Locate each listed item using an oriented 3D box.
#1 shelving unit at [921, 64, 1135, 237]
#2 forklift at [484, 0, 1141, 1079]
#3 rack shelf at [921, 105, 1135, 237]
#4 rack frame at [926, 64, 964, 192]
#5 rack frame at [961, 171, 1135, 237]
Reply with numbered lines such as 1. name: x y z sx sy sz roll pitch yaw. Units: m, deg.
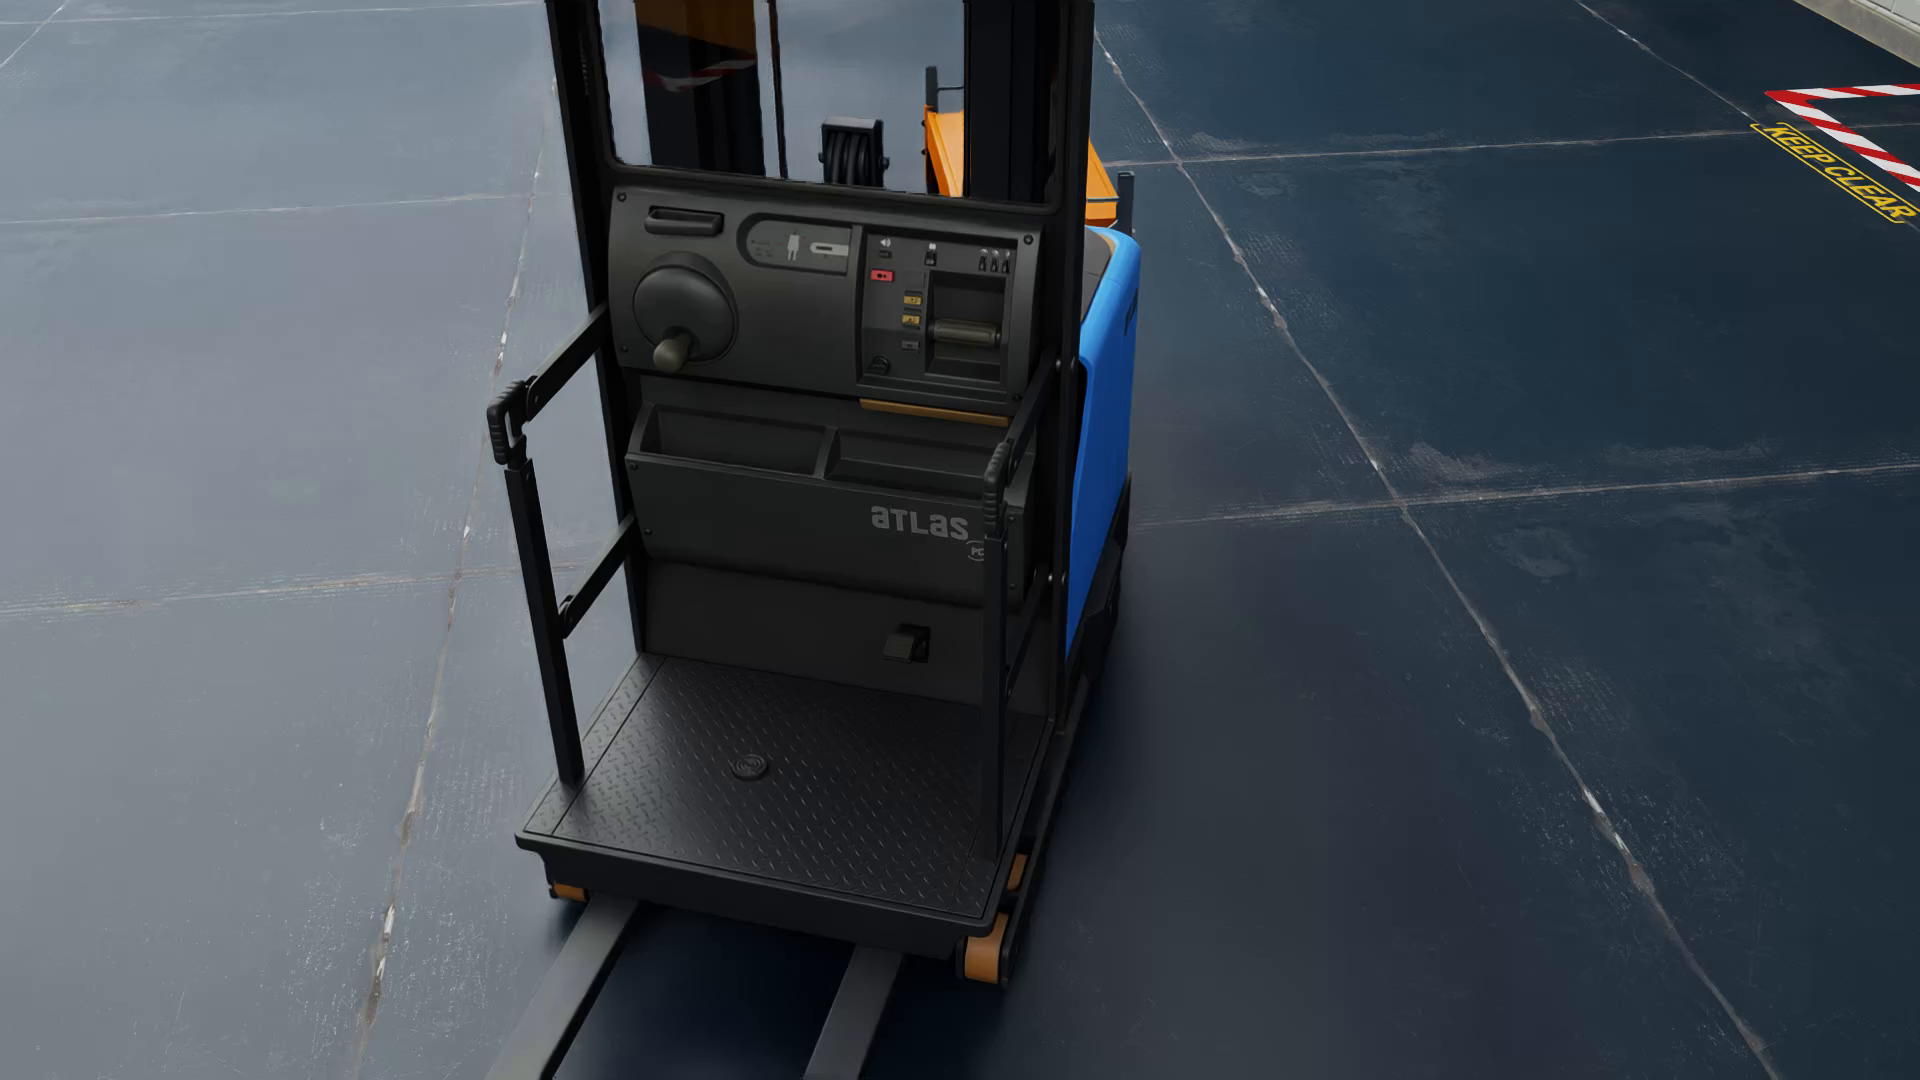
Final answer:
1. shelving unit: 0.194 -0.864 5.519 0.538 1.125 1.048 -4 34 -6
2. forklift: -0.346 -0.449 3.306 1.130 2.935 3.031 8 35 12
3. rack shelf: 0.194 -1.106 5.354 0.538 0.278 1.000 -4 34 -6
4. rack frame: 0.134 -1.148 5.936 0.500 1.125 0.032 -4 34 -6
5. rack frame: 0.254 -0.580 5.102 0.500 1.125 0.032 -4 34 -6
